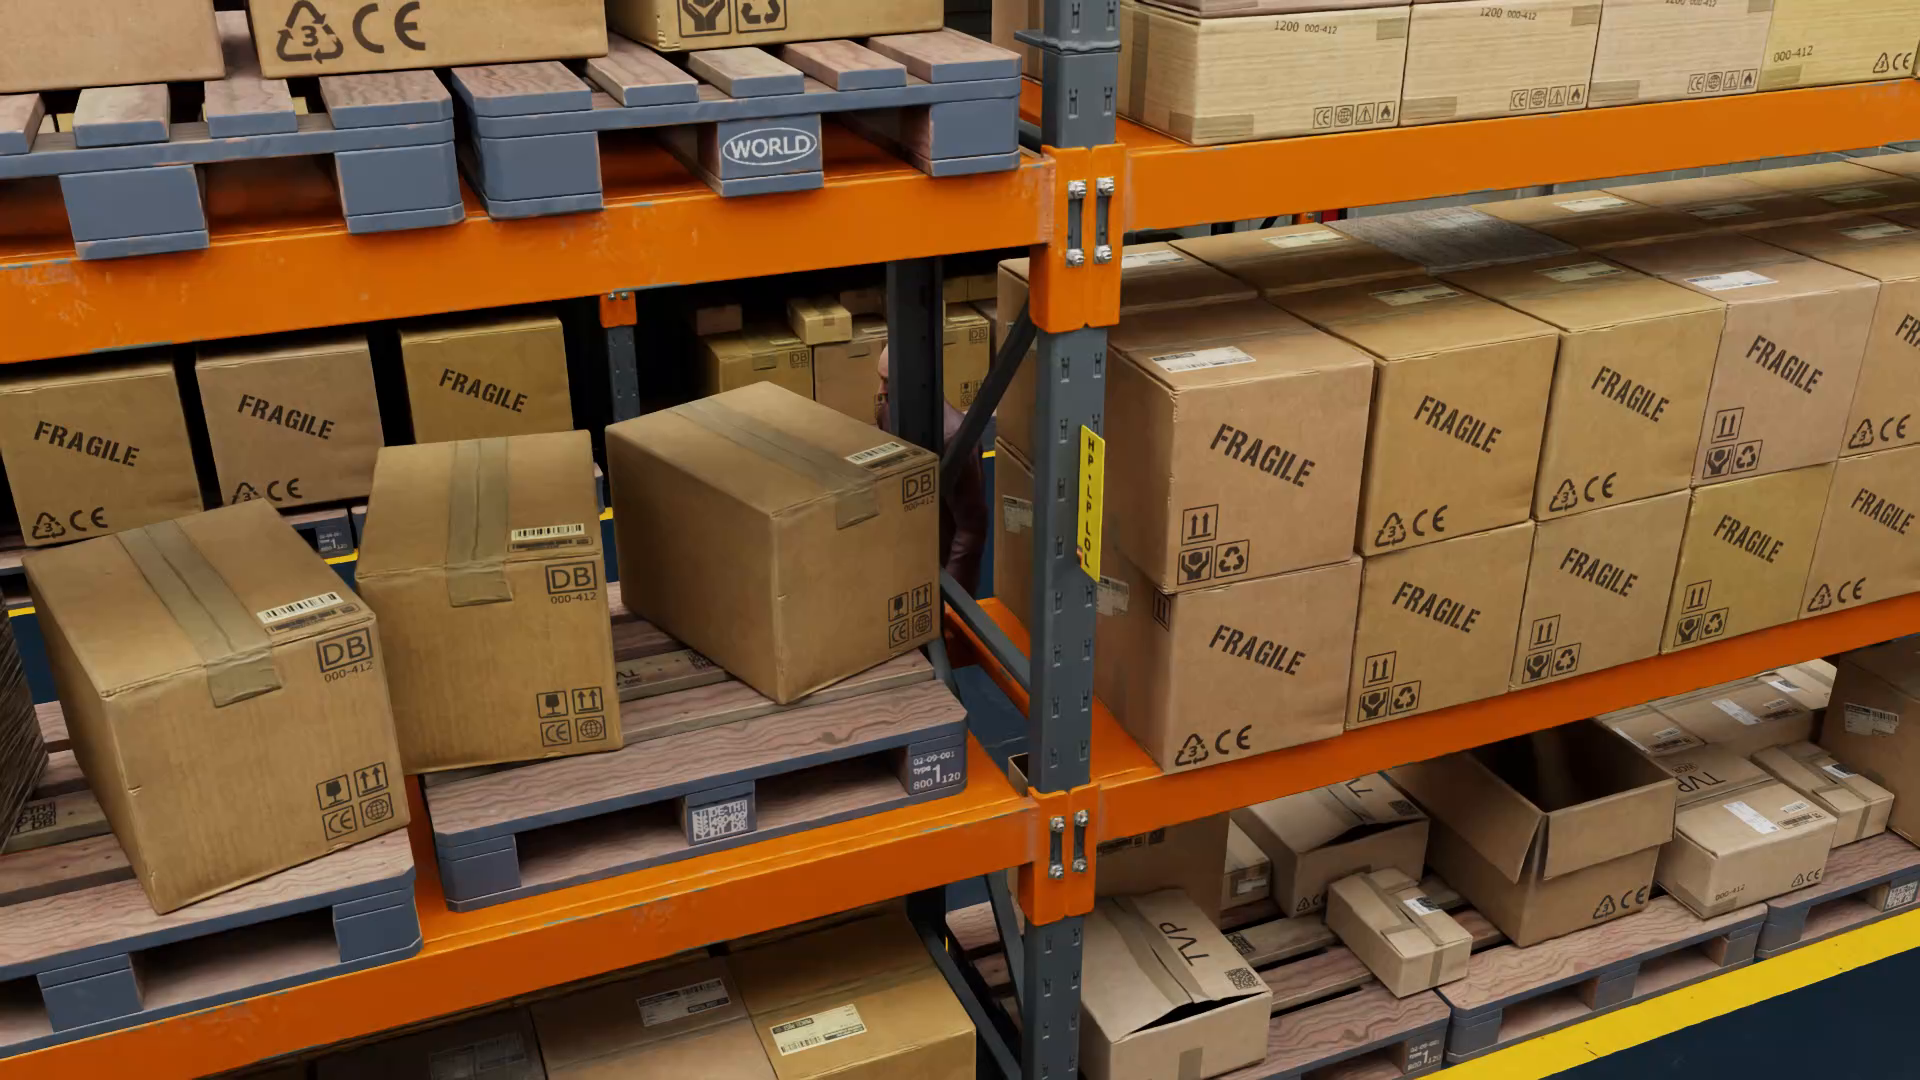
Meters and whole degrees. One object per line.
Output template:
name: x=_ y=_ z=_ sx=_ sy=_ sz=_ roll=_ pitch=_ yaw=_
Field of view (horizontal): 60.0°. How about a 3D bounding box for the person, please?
person: x=-0.139 y=0.104 z=5.913 sx=0.432 sy=1.772 sz=0.641 roll=-13 pitch=29 yaw=-25
